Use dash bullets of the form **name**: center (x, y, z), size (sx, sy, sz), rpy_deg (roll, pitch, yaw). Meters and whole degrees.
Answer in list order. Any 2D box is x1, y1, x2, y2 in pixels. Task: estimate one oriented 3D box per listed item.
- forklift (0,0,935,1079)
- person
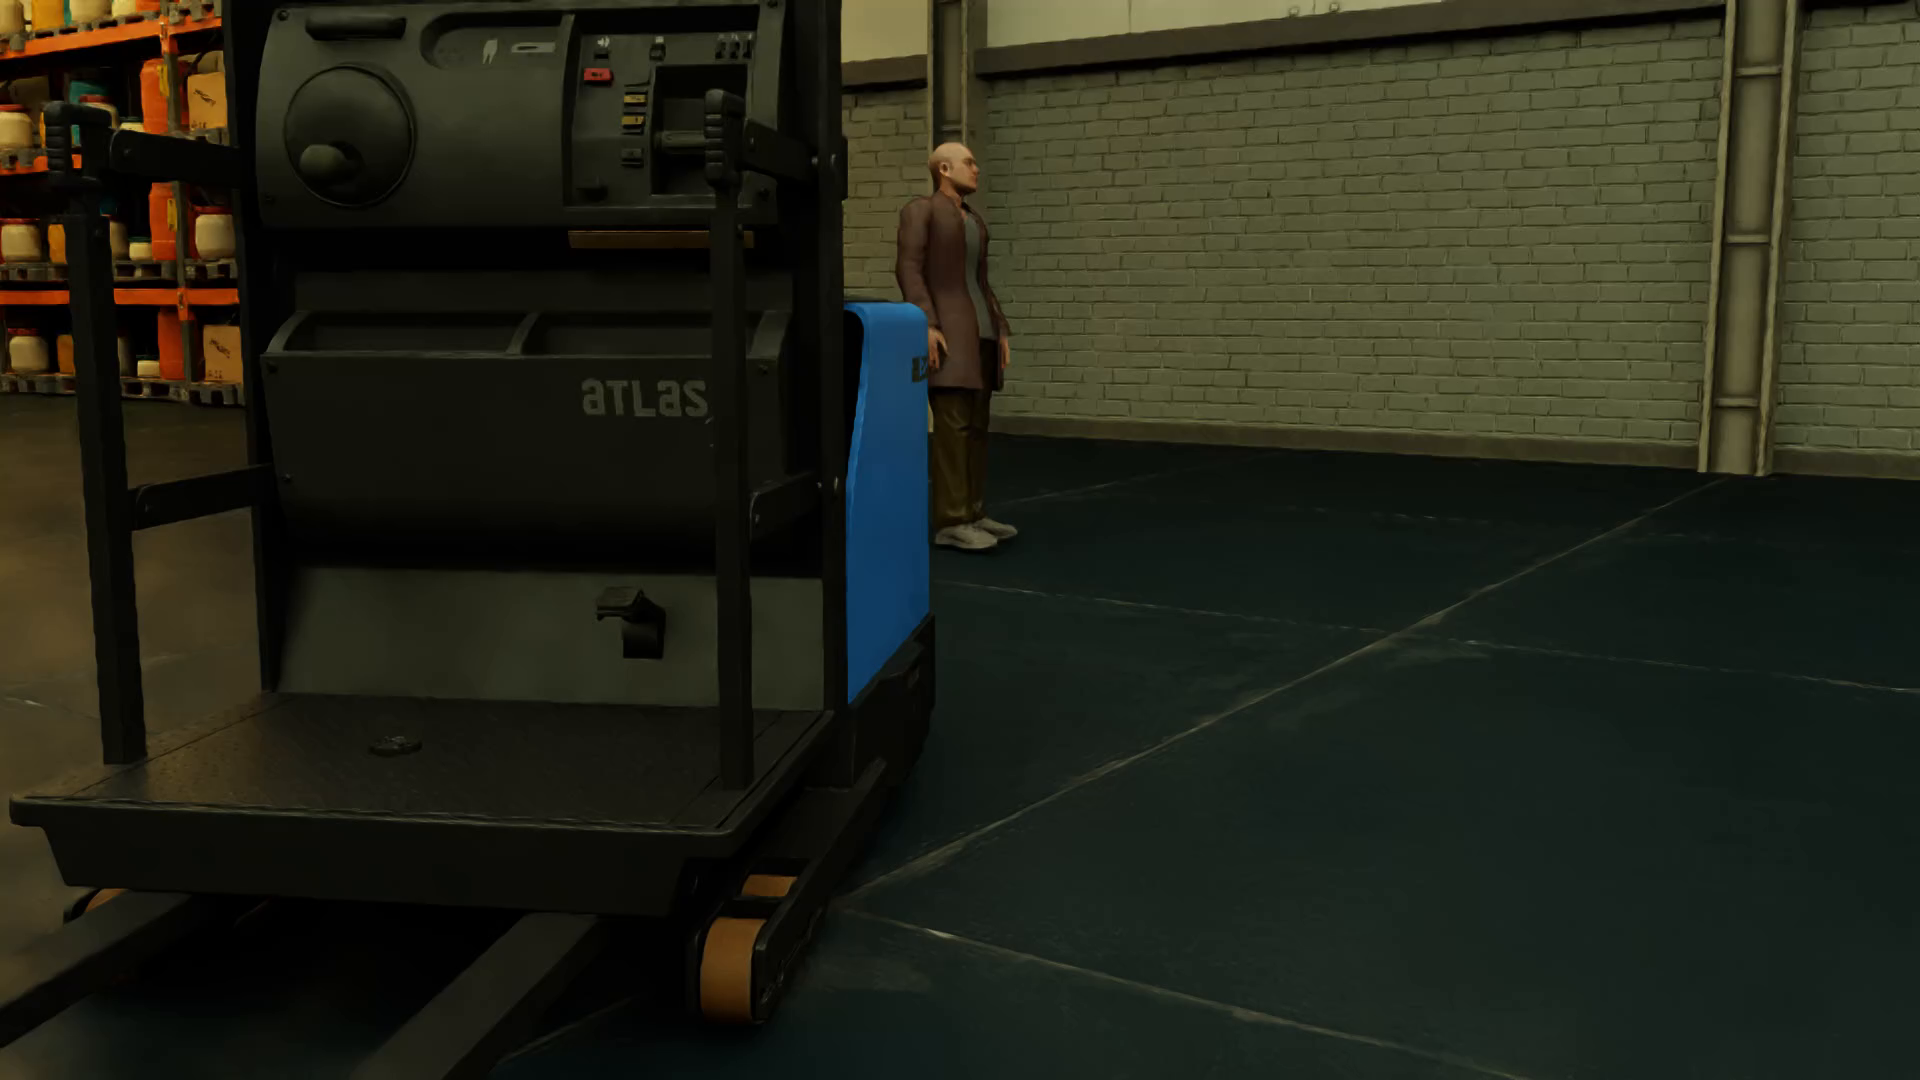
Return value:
- **forklift**: center (-0.783, -0.775, 2.643), size (1.130, 2.935, 3.031), rpy_deg (1, 8, 8)
- **person**: center (0.073, -0.879, 7.423), size (0.580, 1.776, 0.694), rpy_deg (5, 10, 34)
